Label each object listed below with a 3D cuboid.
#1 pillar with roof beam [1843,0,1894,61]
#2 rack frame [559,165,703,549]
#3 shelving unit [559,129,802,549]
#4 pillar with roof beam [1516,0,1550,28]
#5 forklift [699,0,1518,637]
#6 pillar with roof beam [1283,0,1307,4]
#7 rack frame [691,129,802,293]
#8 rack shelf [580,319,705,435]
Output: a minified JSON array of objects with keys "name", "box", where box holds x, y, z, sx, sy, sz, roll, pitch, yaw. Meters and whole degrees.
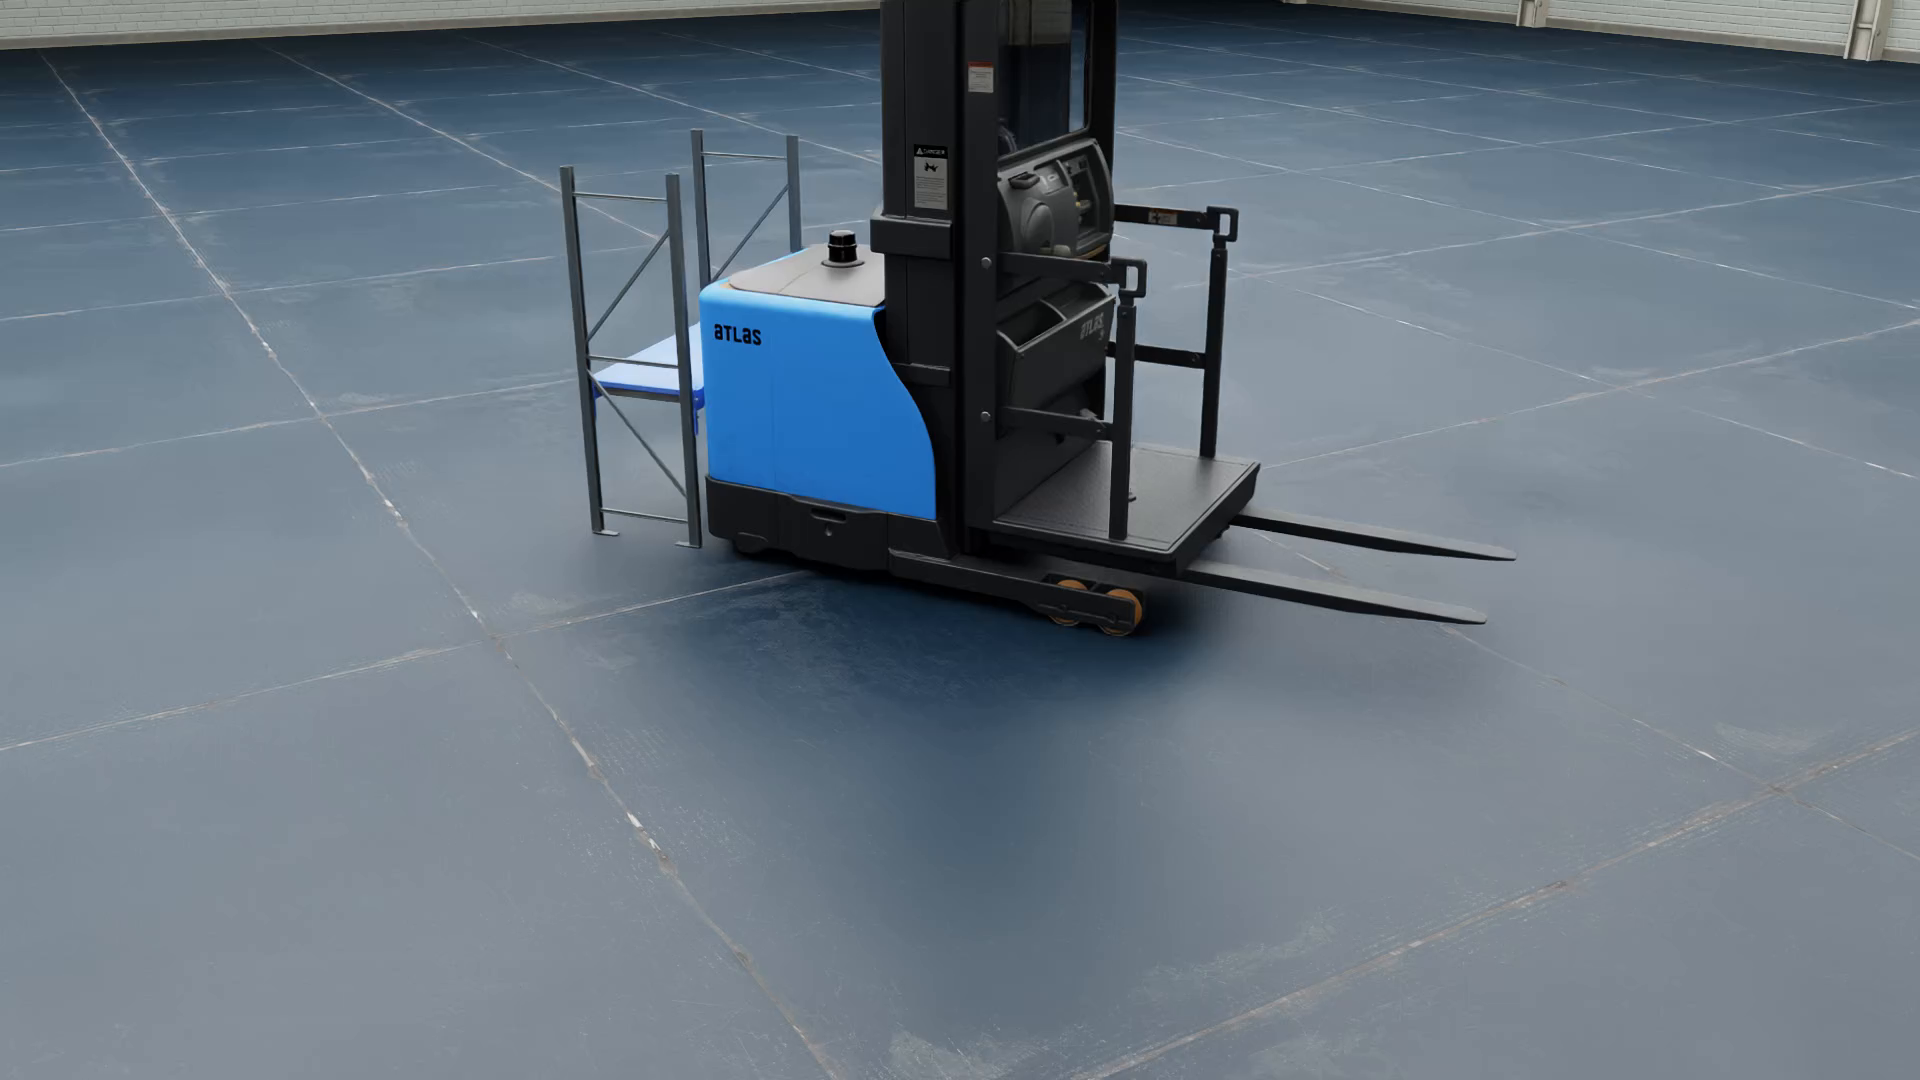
[{"name":"pillar with roof beam","box":[9.112,-10.166,19.873,9.100,9.000,0.400,-13,25,-28]},{"name":"rack frame","box":[-1.283,-0.696,6.531,0.500,1.500,0.032,8,23,19]},{"name":"shelving unit","box":[-1.105,-0.875,6.972,0.538,1.500,1.048,8,23,19]},{"name":"pillar with roof beam","box":[6.047,-12.109,24.651,9.100,9.000,0.400,-13,25,-28]},{"name":"forklift","box":[0.539,-1.240,5.970,3.031,2.935,1.130,11,24,24]},{"name":"pillar with roof beam","box":[2.982,-14.051,29.430,9.100,9.000,0.400,-13,25,-28]},{"name":"rack frame","box":[-0.927,-1.054,7.414,0.500,1.500,0.032,8,23,19]},{"name":"rack shelf","box":[-1.105,-0.708,7.040,0.538,0.185,1.000,8,23,19]}]
